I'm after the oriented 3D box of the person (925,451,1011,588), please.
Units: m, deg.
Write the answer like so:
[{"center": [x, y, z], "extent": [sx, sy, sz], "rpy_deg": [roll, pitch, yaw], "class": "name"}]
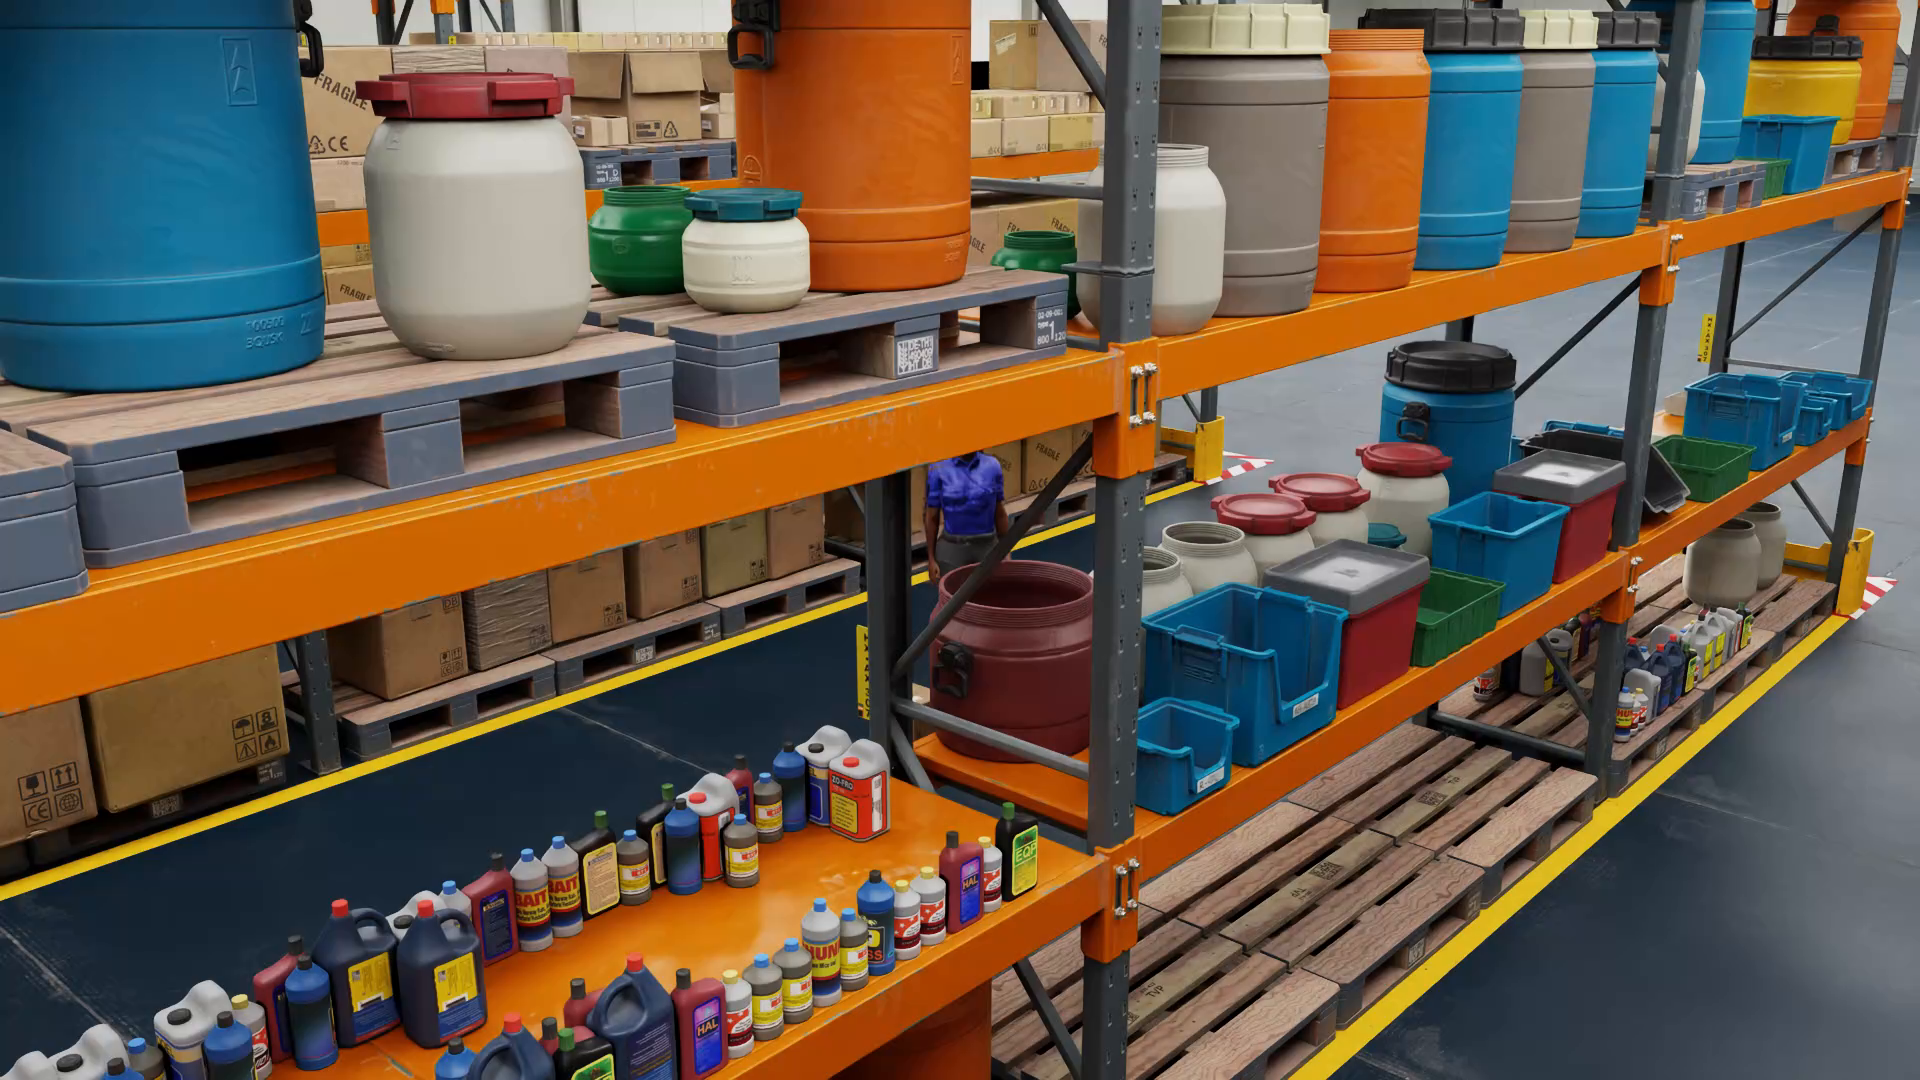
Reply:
[{"center": [0.081, 0.133, 9.142], "extent": [0.506, 1.687, 0.479], "rpy_deg": [-3, 17, -10], "class": "person"}]
